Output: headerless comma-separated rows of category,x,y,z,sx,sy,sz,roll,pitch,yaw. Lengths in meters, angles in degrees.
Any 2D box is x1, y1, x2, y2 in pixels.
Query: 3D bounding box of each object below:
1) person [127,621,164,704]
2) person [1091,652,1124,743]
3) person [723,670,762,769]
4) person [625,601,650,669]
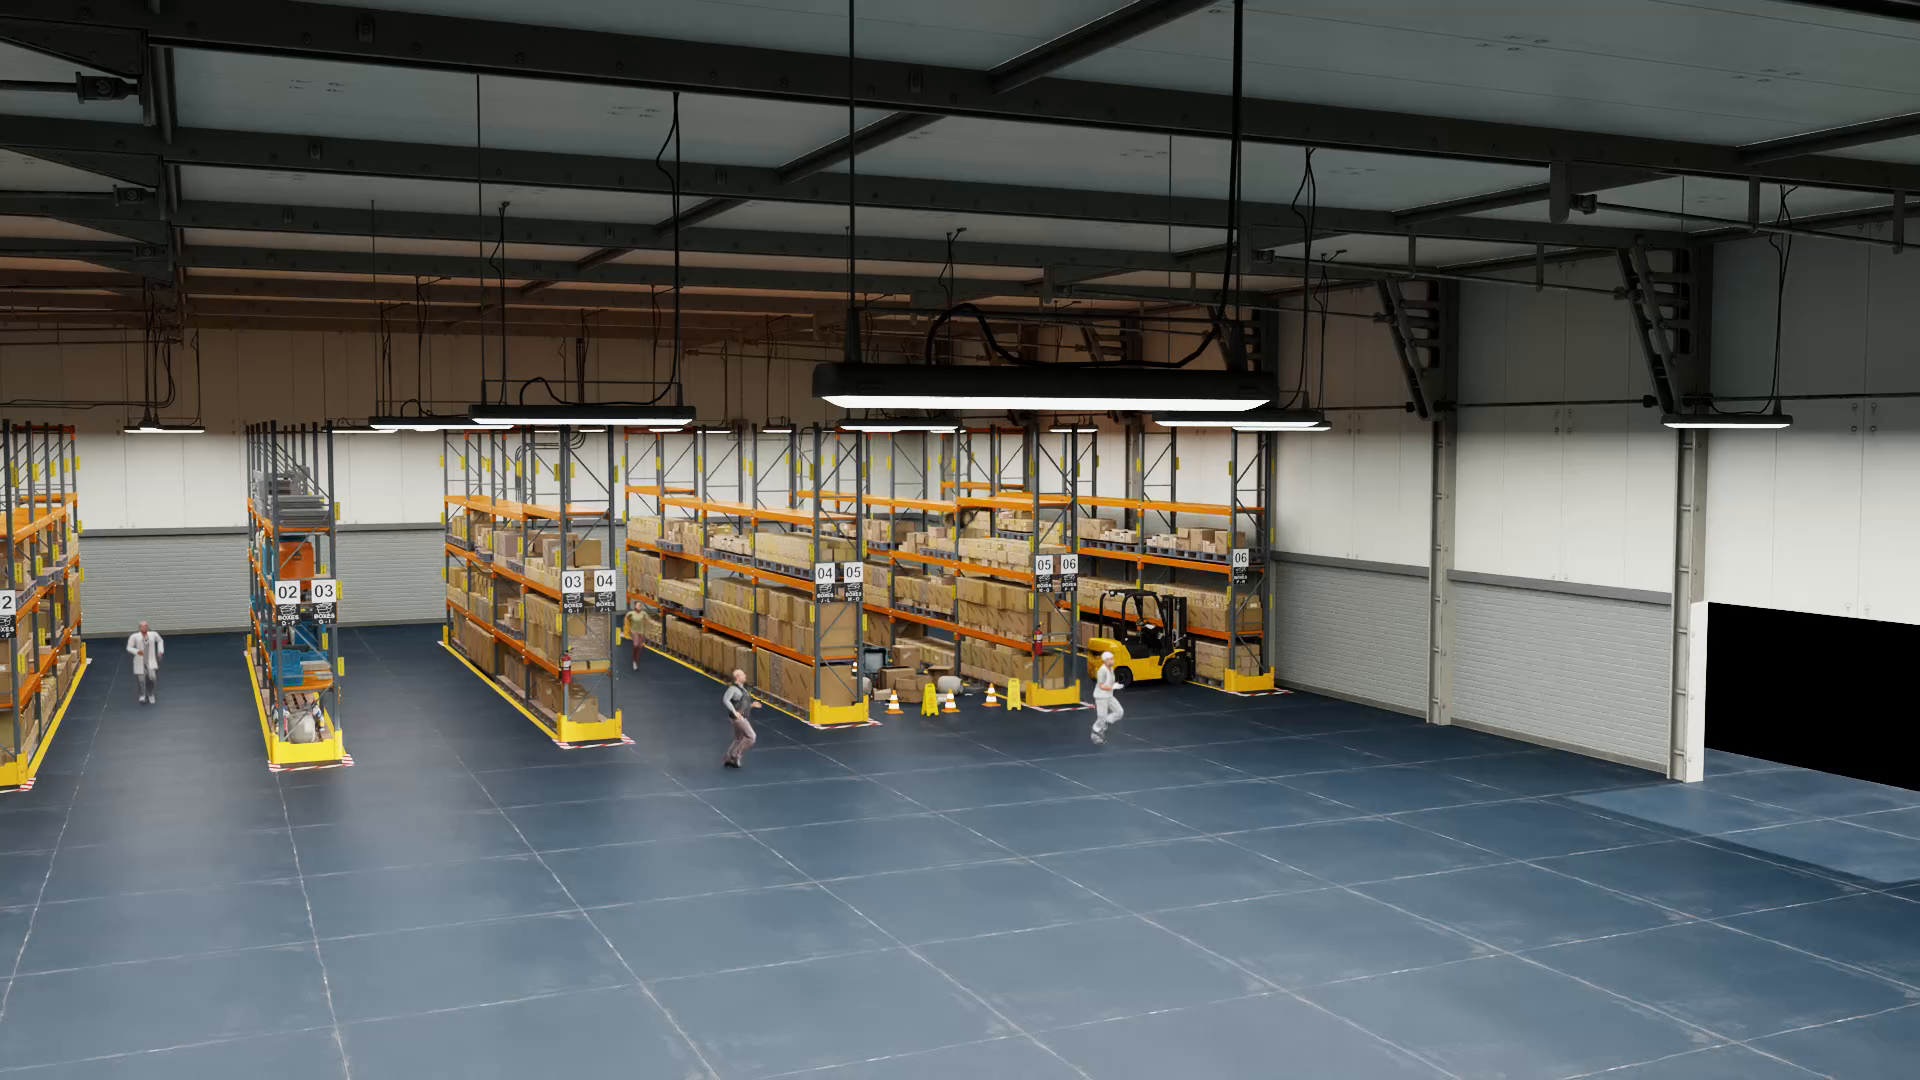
person,-17.394,2.634,35.532,0.728,1.814,0.768,-2,4,-32
person,2.732,2.915,30.766,0.726,1.726,0.704,2,4,30
person,-3.758,3.081,28.616,0.675,1.702,0.634,0,4,4
person,-7.958,2.332,41.071,0.561,1.686,0.751,-2,4,-25
